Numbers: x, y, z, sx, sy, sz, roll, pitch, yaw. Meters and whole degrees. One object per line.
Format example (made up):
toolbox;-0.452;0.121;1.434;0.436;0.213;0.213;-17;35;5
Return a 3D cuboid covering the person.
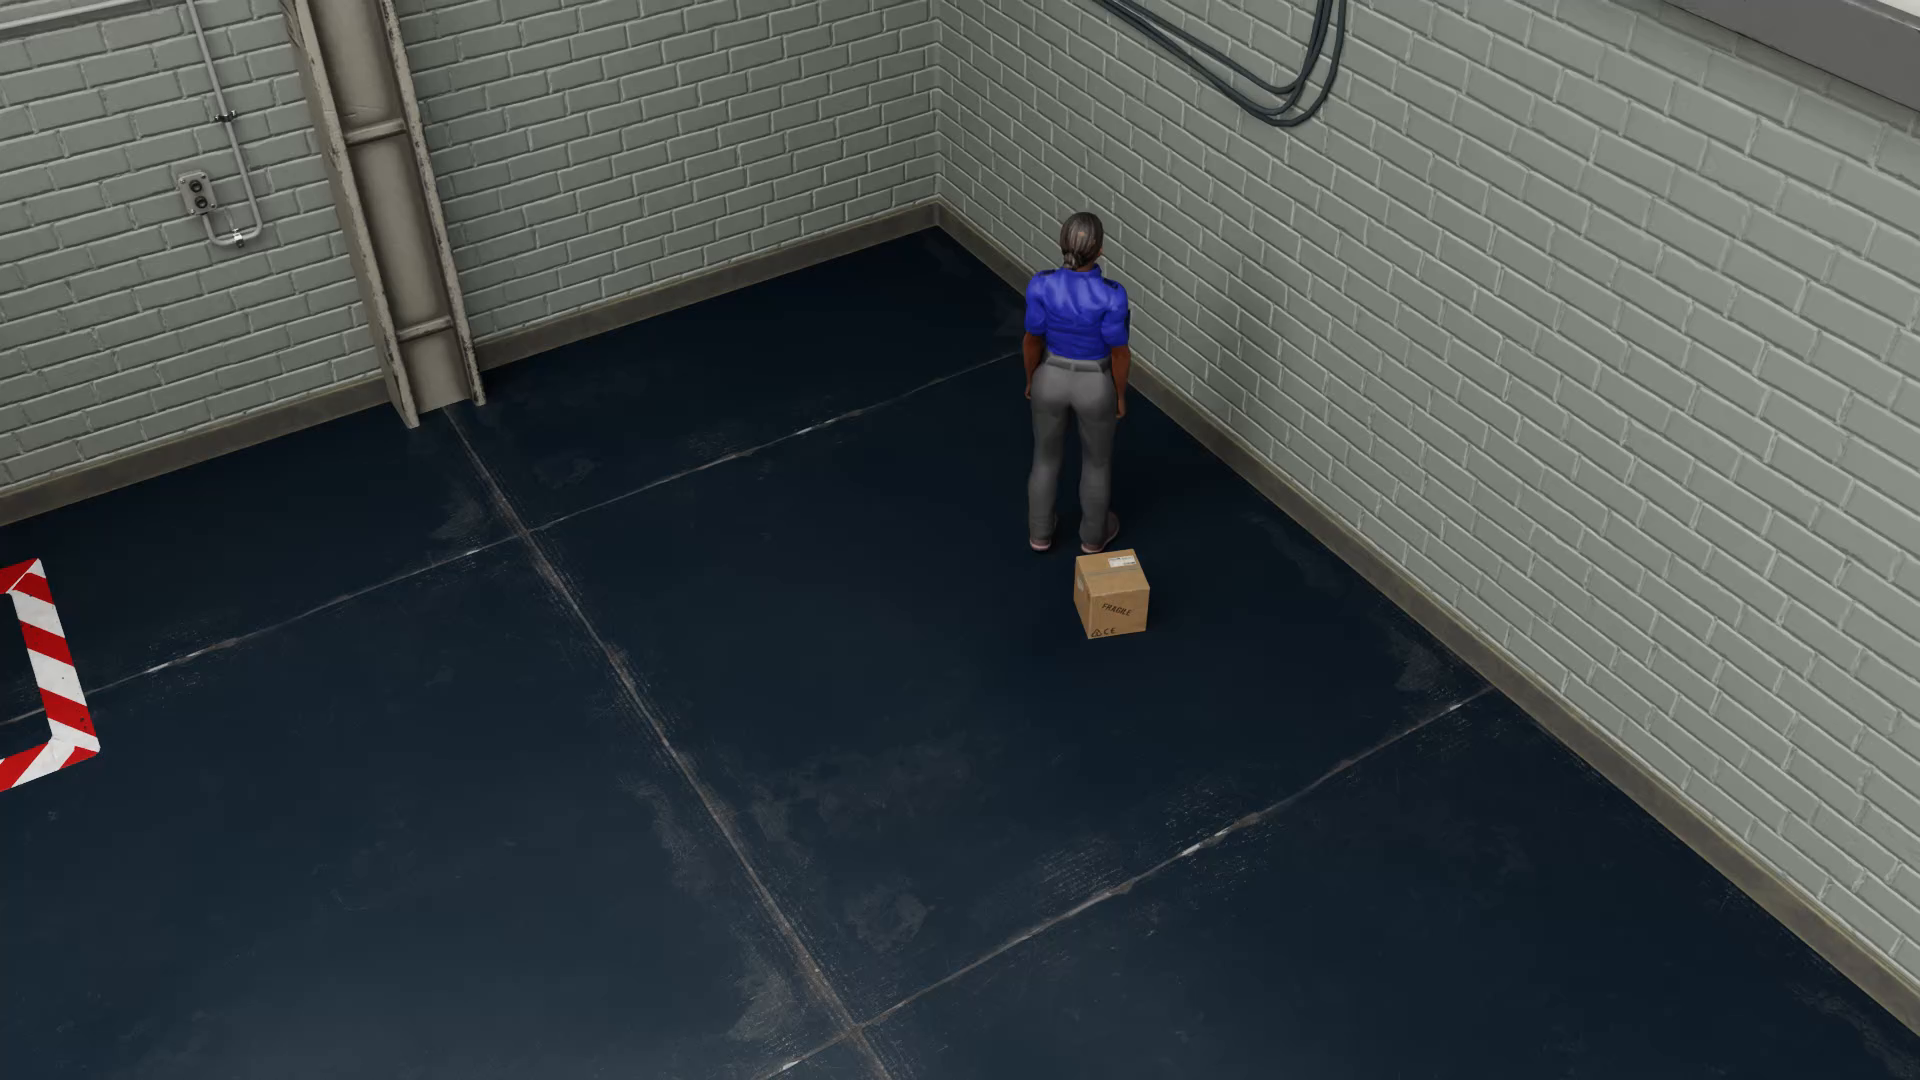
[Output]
person;0.485;-0.639;6.896;0.443;1.665;0.356;10;42;12
